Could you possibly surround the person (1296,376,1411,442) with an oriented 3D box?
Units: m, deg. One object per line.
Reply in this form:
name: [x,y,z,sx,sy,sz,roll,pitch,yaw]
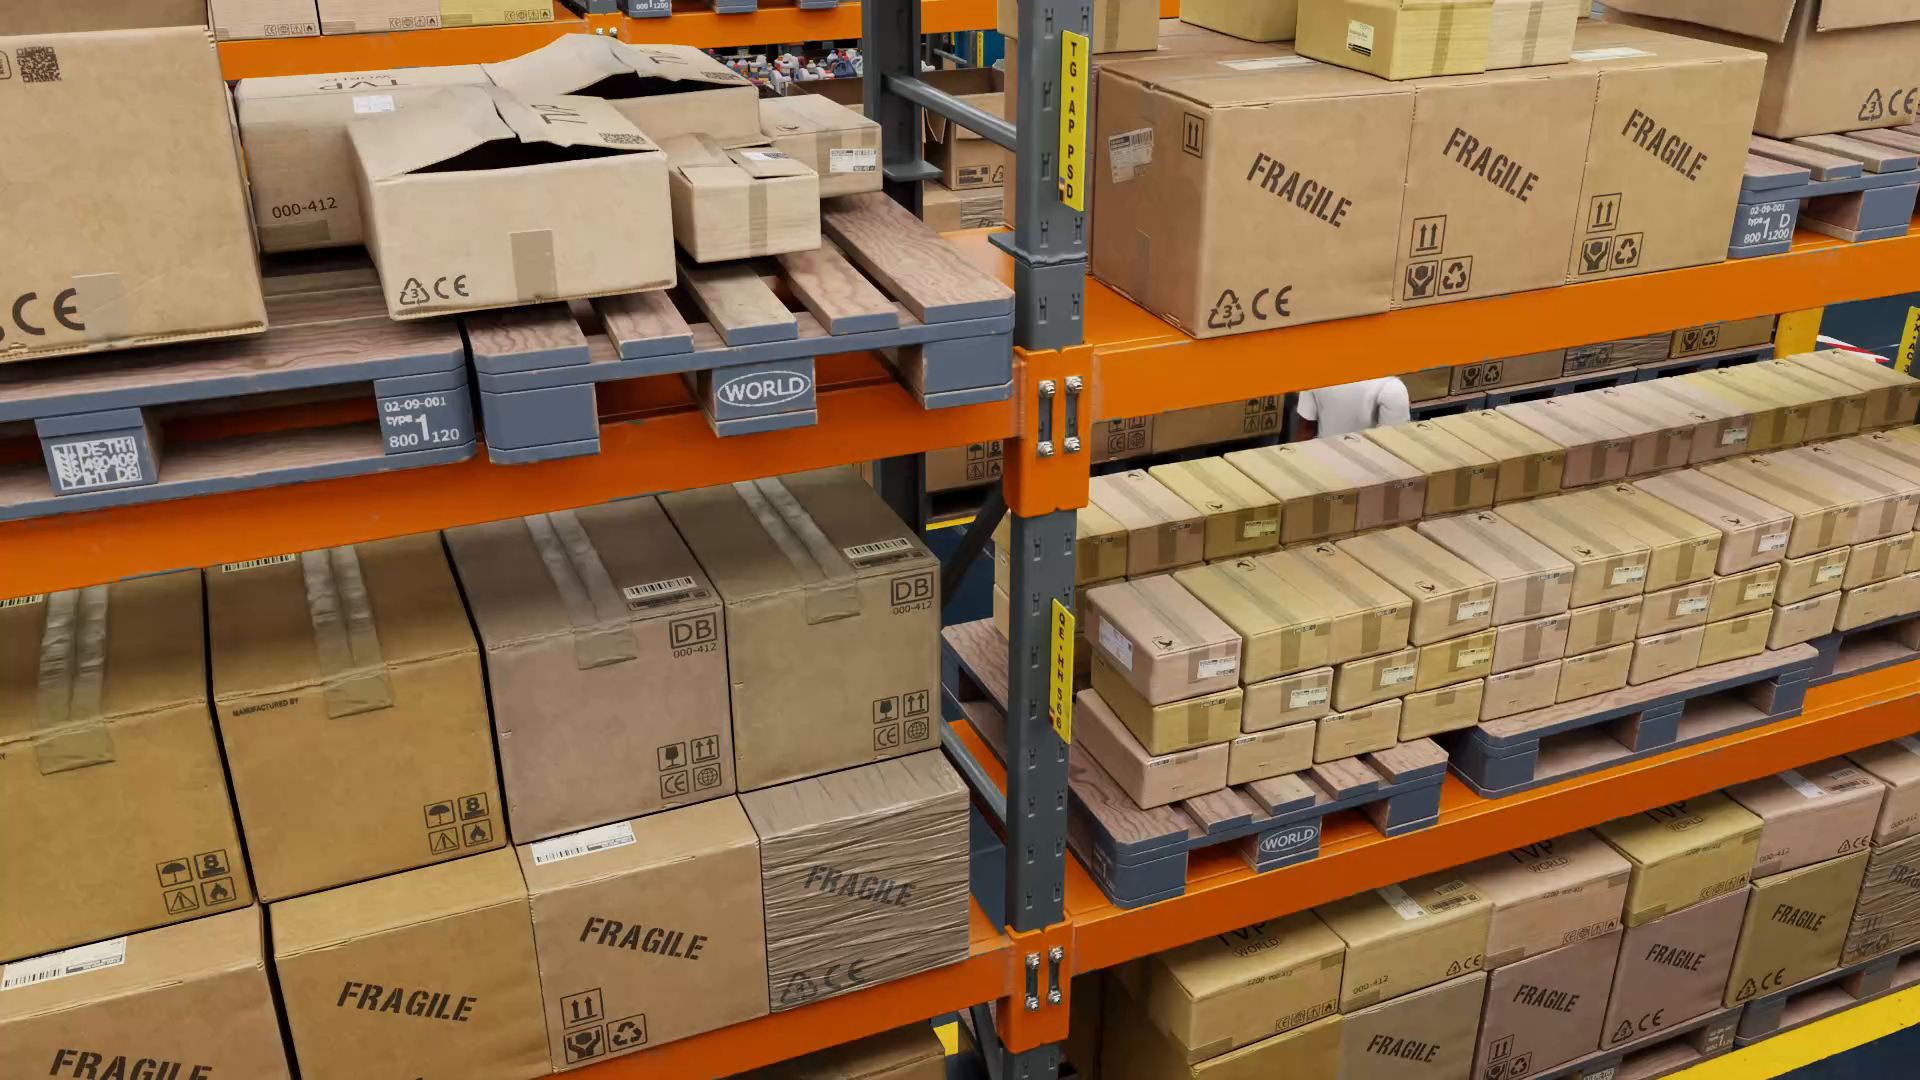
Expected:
person: [1.807,-0.273,7.636,0.879,1.740,0.580,-19,32,-34]
